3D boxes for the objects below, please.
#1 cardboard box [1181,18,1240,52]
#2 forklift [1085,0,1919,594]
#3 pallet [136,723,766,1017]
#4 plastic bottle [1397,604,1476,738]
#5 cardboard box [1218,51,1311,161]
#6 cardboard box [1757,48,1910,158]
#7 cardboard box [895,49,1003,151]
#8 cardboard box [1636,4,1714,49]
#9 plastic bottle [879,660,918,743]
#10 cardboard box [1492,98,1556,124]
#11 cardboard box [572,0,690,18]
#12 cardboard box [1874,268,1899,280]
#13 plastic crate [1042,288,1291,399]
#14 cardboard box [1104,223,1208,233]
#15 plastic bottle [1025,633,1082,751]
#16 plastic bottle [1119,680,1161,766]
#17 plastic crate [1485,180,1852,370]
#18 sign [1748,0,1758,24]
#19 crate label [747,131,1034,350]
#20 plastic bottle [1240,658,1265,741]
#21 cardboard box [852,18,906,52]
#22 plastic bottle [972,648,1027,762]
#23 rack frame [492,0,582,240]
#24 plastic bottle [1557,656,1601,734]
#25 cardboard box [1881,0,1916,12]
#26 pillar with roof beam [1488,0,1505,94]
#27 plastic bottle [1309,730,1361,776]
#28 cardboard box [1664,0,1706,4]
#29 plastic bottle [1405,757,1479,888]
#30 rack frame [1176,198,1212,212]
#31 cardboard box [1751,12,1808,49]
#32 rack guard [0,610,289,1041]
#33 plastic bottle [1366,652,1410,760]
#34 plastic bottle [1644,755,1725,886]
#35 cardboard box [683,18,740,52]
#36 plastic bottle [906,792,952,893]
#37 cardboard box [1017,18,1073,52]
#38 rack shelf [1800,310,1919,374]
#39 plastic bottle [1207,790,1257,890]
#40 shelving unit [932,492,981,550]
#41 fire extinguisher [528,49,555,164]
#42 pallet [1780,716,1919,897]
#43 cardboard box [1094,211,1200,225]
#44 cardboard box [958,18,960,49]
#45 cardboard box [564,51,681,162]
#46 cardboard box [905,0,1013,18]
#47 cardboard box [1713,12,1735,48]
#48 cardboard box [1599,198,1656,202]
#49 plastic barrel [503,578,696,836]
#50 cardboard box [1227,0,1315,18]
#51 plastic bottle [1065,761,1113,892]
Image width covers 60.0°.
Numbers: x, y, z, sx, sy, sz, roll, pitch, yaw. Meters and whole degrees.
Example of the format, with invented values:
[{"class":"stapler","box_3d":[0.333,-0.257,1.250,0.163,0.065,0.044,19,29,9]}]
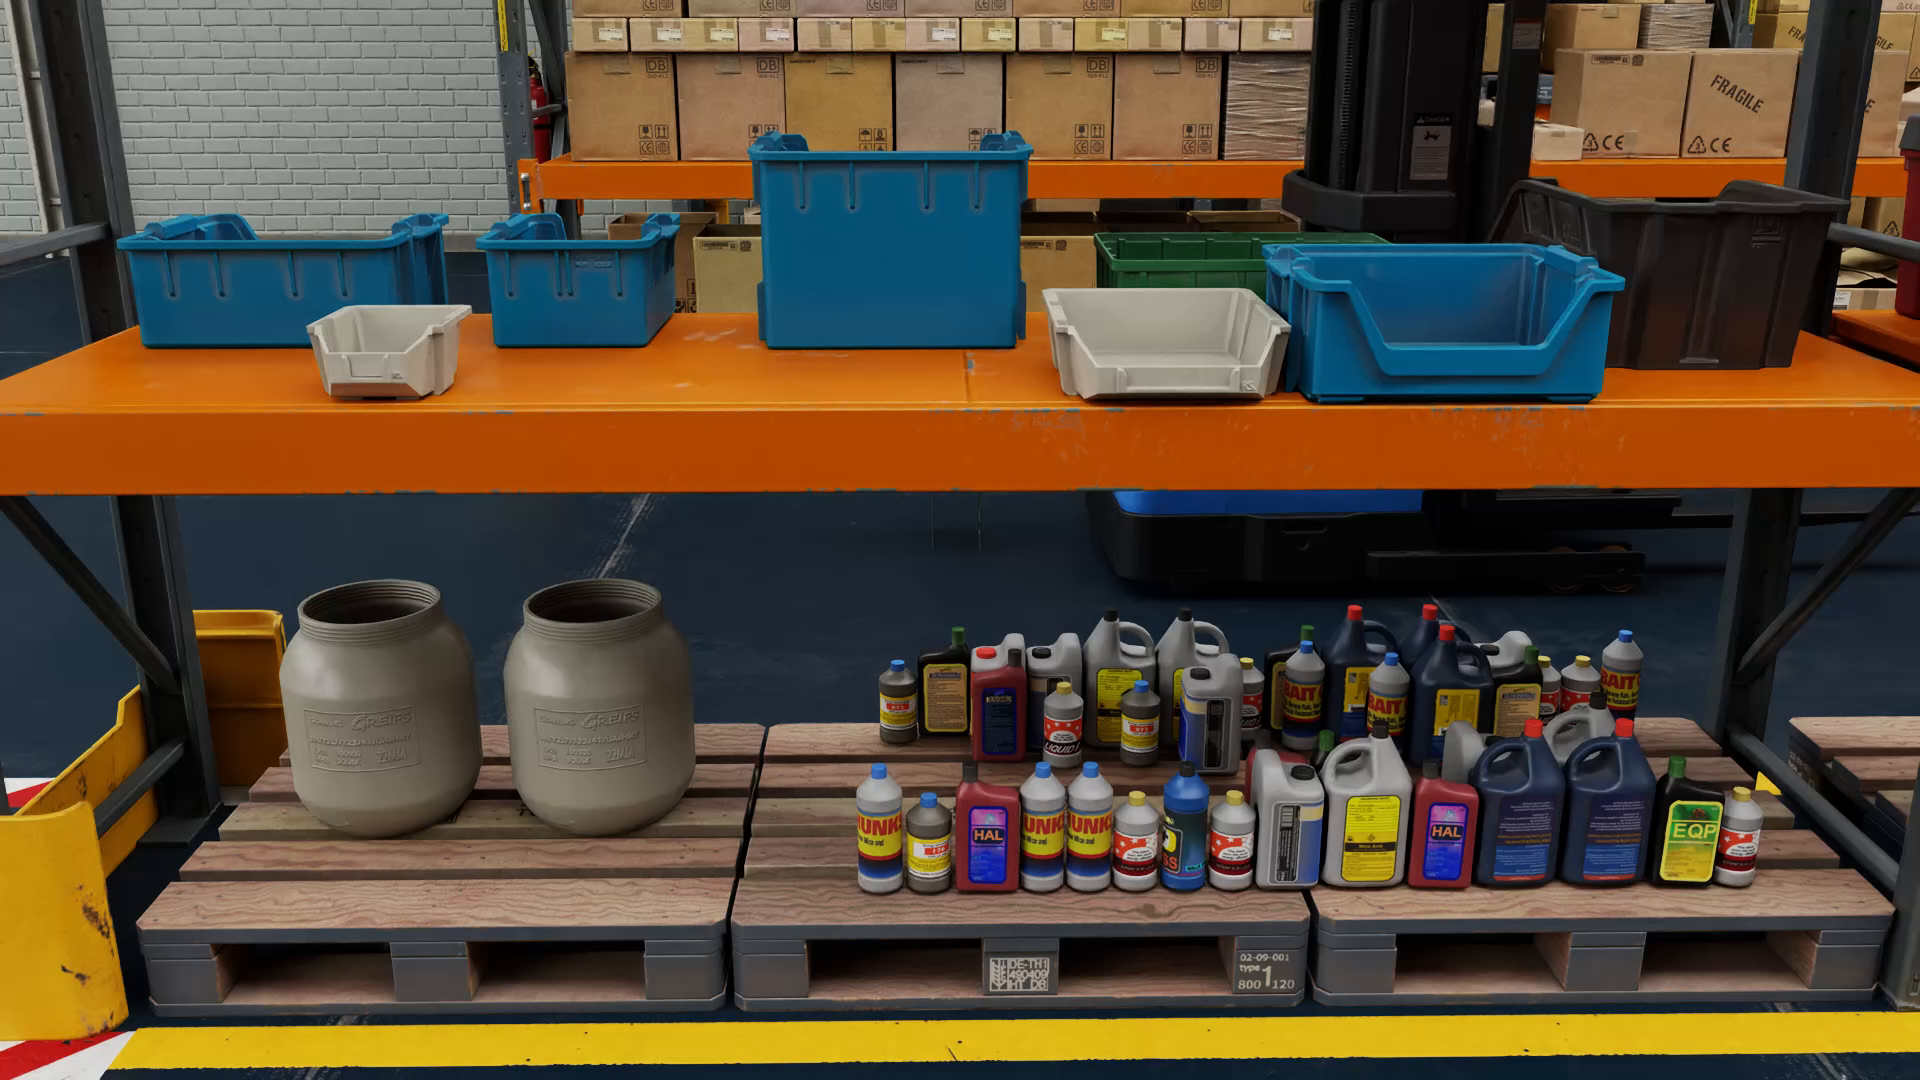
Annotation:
[{"class":"cardboard box","box_3d":[1.161,-2.395,7.876,0.250,0.149,0.380,-1,18,-2]},{"class":"forklift","box_3d":[2.045,-1.365,6.003,3.031,2.935,1.130,-1,18,-3]},{"class":"pallet","box_3d":[-1.099,0.735,3.910,1.213,0.211,1.003,0,18,-1]},{"class":"plastic bottle","box_3d":[1.199,0.334,4.211,0.185,0.351,0.144,0,18,1]},{"class":"cardboard box","box_3d":[1.495,-2.151,8.179,0.500,0.500,0.700,-1,18,-2]},{"class":"cardboard box","box_3d":[4.260,-2.161,8.211,0.500,0.500,0.500,-1,18,-4]},{"class":"cardboard box","box_3d":[-0.046,-2.143,8.152,0.500,0.500,0.700,0,18,1]},{"class":"cardboard box","box_3d":[5.386,-3.892,12.884,0.500,0.500,0.700,-2,18,-7]},{"class":"plastic bottle","box_3d":[-0.157,0.405,4.236,0.097,0.201,0.097,0,18,0]},{"class":"cardboard box","box_3d":[2.815,-2.104,8.415,0.258,0.266,0.396,-1,18,-2]},{"class":"cardboard box","box_3d":[-1.541,-2.752,7.929,0.500,0.500,0.700,0,18,-1]},{"class":"cardboard box","box_3d":[4.898,-1.202,8.281,0.500,0.311,0.500,-1,18,-2]},{"class":"plastic crate","box_3d":[0.393,-0.384,3.265,0.437,0.136,0.530,0,18,-1]},{"class":"cardboard box","box_3d":[0.978,-1.287,8.237,0.500,0.500,0.500,0,18,-1]},{"class":"plastic bottle","box_3d":[0.234,0.376,4.204,0.135,0.276,0.152,-1,18,-2]},{"class":"plastic bottle","box_3d":[0.445,0.446,4.108,0.097,0.201,0.097,0,18,0]},{"class":"plastic crate","box_3d":[1.487,-0.601,3.613,0.504,0.338,0.767,0,18,-1]},{"class":"sign","box_3d":[5.874,-3.988,12.302,0.005,0.325,0.100,0,18,-1]},{"class":"crate label","box_3d":[-0.151,-0.684,3.710,0.616,0.435,0.502,0,18,-1]},{"class":"plastic bottle","box_3d":[0.727,0.401,4.249,0.097,0.201,0.097,0,18,0]},{"class":"cardboard box","box_3d":[-0.378,-2.388,7.854,0.250,0.149,0.380,-1,18,-2]},{"class":"plastic bottle","box_3d":[0.097,0.405,4.100,0.133,0.283,0.061,0,18,-1]},{"class":"rack frame","box_3d":[-2.061,-2.088,8.147,0.127,3.000,1.000,0,18,-1]},{"class":"plastic bottle","box_3d":[1.586,0.396,4.262,0.097,0.201,0.097,0,18,0]},{"class":"cardboard box","box_3d":[6.851,-4.122,12.575,0.500,0.250,0.500,-1,18,-2]},{"class":"pillar with roof beam","box_3d":[4.610,-5.439,8.772,0.400,9.000,9.100,0,18,-1]},{"class":"plastic bottle","box_3d":[0.831,0.552,3.644,0.133,0.283,0.061,0,18,-1]},{"class":"cardboard box","box_3d":[5.511,-4.195,12.768,0.250,0.149,0.380,-3,18,-8]},{"class":"plastic bottle","box_3d":[1.019,0.595,3.509,0.133,0.283,0.061,1,18,3]},{"class":"rack frame","box_3d":[1.856,-3.620,12.923,0.127,3.000,1.000,0,18,-1]},{"class":"cardboard box","box_3d":[6.346,-3.763,12.683,0.500,0.500,0.500,0,18,1]},{"class":"rack guard","box_3d":[-1.912,0.600,3.858,0.348,0.500,1.175,0,18,-1]},{"class":"plastic bottle","box_3d":[1.056,0.410,4.106,0.097,0.271,0.097,0,18,0]},{"class":"plastic bottle","box_3d":[1.537,0.592,3.517,0.133,0.283,0.061,1,18,2]},{"class":"cardboard box","box_3d":[-1.152,-2.384,7.842,0.250,0.149,0.380,0,18,-1]},{"class":"plastic bottle","box_3d":[-0.065,0.634,3.523,0.097,0.201,0.097,0,18,0]},{"class":"cardboard box","box_3d":[0.400,-2.392,7.867,0.250,0.149,0.380,0,18,1]},{"class":"rack shelf","box_3d":[4.013,-0.262,3.631,4.000,0.370,1.077,0,18,-1]},{"class":"plastic bottle","box_3d":[0.578,0.630,3.533,0.097,0.201,0.097,0,18,0]},{"class":"shelving unit","box_3d":[-0.014,-0.571,6.364,0.189,1.200,0.258,0,18,-1]},{"class":"fire extinguisher","box_3d":[-2.187,-2.193,8.599,0.183,0.674,0.296,0,18,-1]},{"class":"pallet","box_3d":[2.797,0.717,3.965,1.213,0.211,1.003,0,18,-1]},{"class":"cardboard box","box_3d":[0.970,-1.444,8.724,0.500,0.500,0.500,0,18,-1]},{"class":"cardboard box","box_3d":[-0.131,-2.513,8.245,0.250,0.149,0.380,-1,18,-2]},{"class":"cardboard box","box_3d":[-1.594,-2.134,8.126,0.500,0.500,0.700,0,18,-1]},{"class":"cardboard box","box_3d":[-0.011,-2.762,7.958,0.500,0.500,0.700,0,18,-1]},{"class":"cardboard box","box_3d":[6.324,-3.921,13.178,0.500,0.500,0.500,0,18,-1]},{"class":"cardboard box","box_3d":[5.137,-2.640,13.237,0.500,0.500,0.700,0,18,0]},{"class":"plastic barrel","box_3d":[-0.829,0.380,3.837,0.421,0.512,0.421,0,18,0]},{"class":"cardboard box","box_3d":[1.495,-2.769,7.981,0.500,0.500,0.700,0,18,-1]},{"class":"plastic bottle","box_3d":[0.274,0.599,3.517,0.097,0.271,0.097,0,18,0]}]
